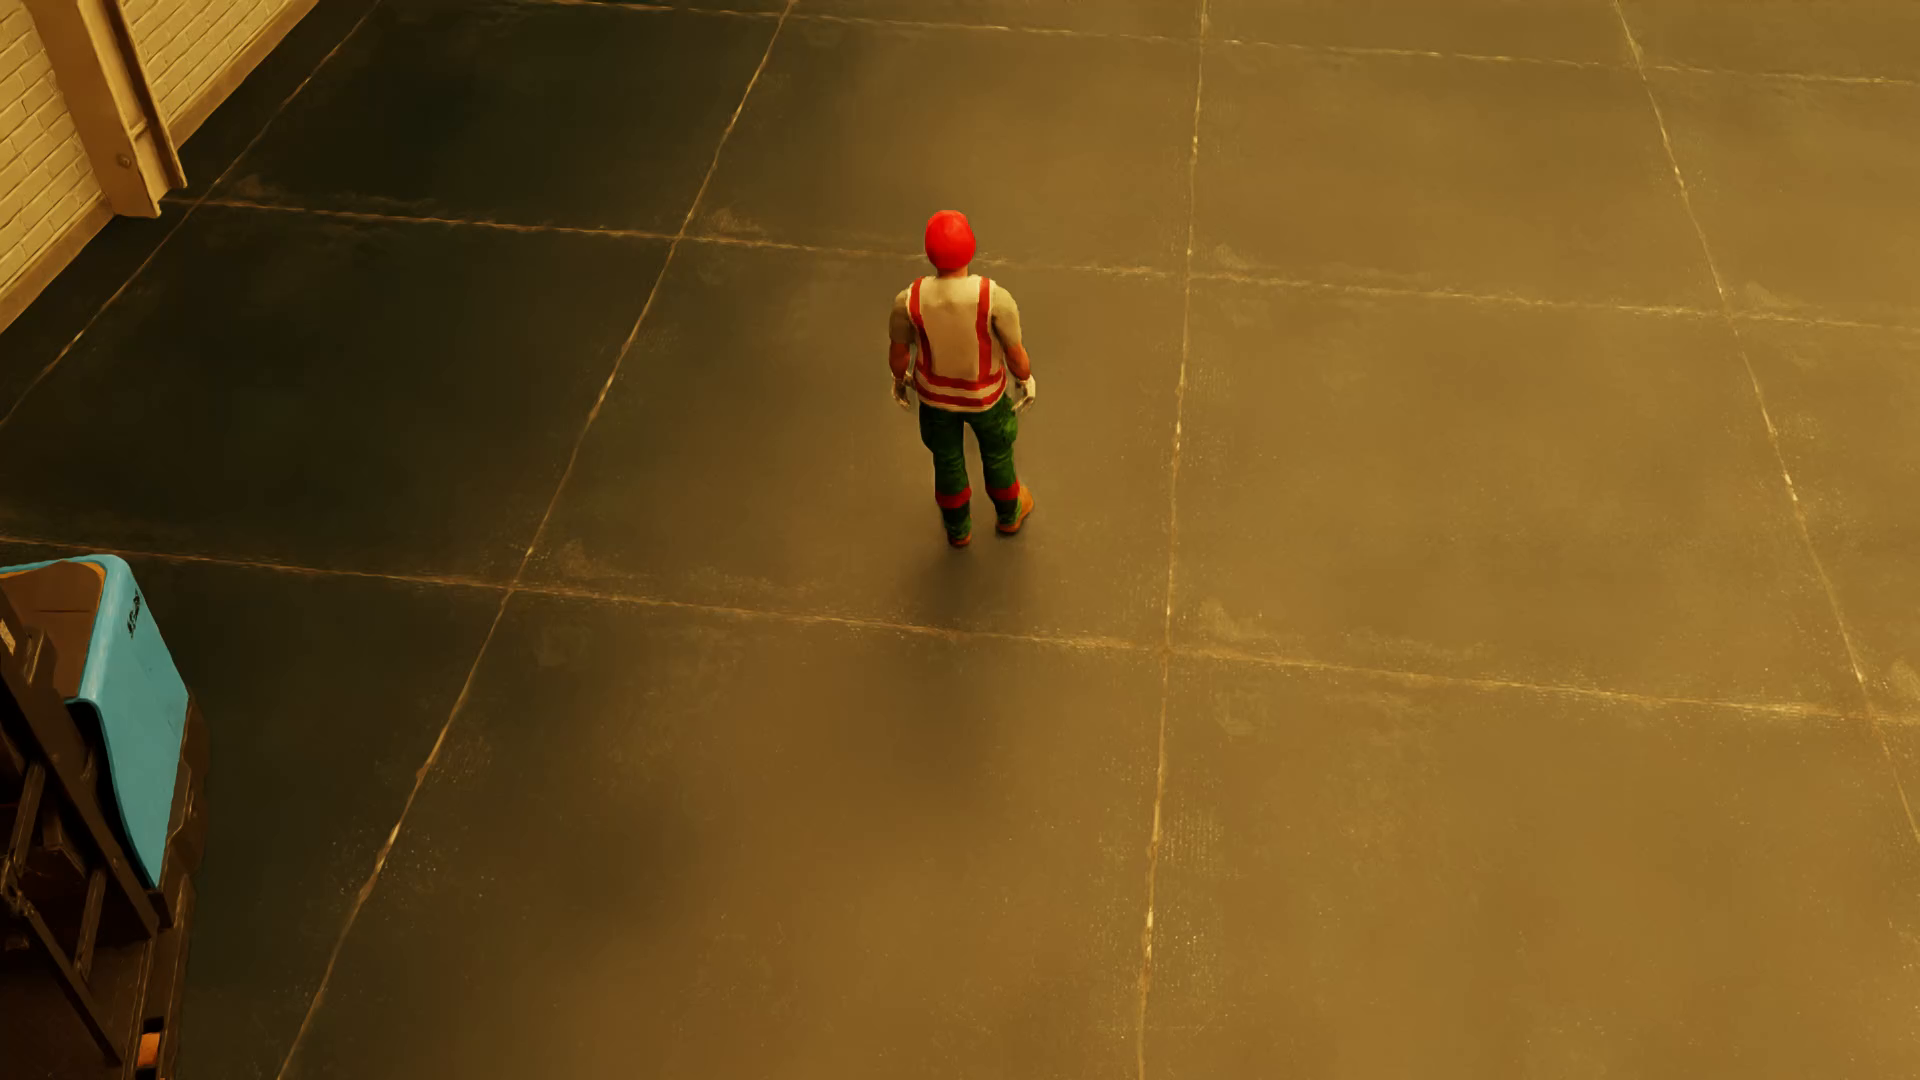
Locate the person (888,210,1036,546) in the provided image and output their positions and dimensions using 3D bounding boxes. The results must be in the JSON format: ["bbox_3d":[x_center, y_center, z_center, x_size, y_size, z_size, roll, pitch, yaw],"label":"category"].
[{"bbox_3d":[0.022,-0.715,7.340,0.637,1.783,0.563,5,43,6],"label":"person"}]

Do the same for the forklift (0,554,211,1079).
[{"bbox_3d":[-3.320,0.794,4.860,1.130,2.935,3.031,-8,43,-9],"label":"forklift"}]
